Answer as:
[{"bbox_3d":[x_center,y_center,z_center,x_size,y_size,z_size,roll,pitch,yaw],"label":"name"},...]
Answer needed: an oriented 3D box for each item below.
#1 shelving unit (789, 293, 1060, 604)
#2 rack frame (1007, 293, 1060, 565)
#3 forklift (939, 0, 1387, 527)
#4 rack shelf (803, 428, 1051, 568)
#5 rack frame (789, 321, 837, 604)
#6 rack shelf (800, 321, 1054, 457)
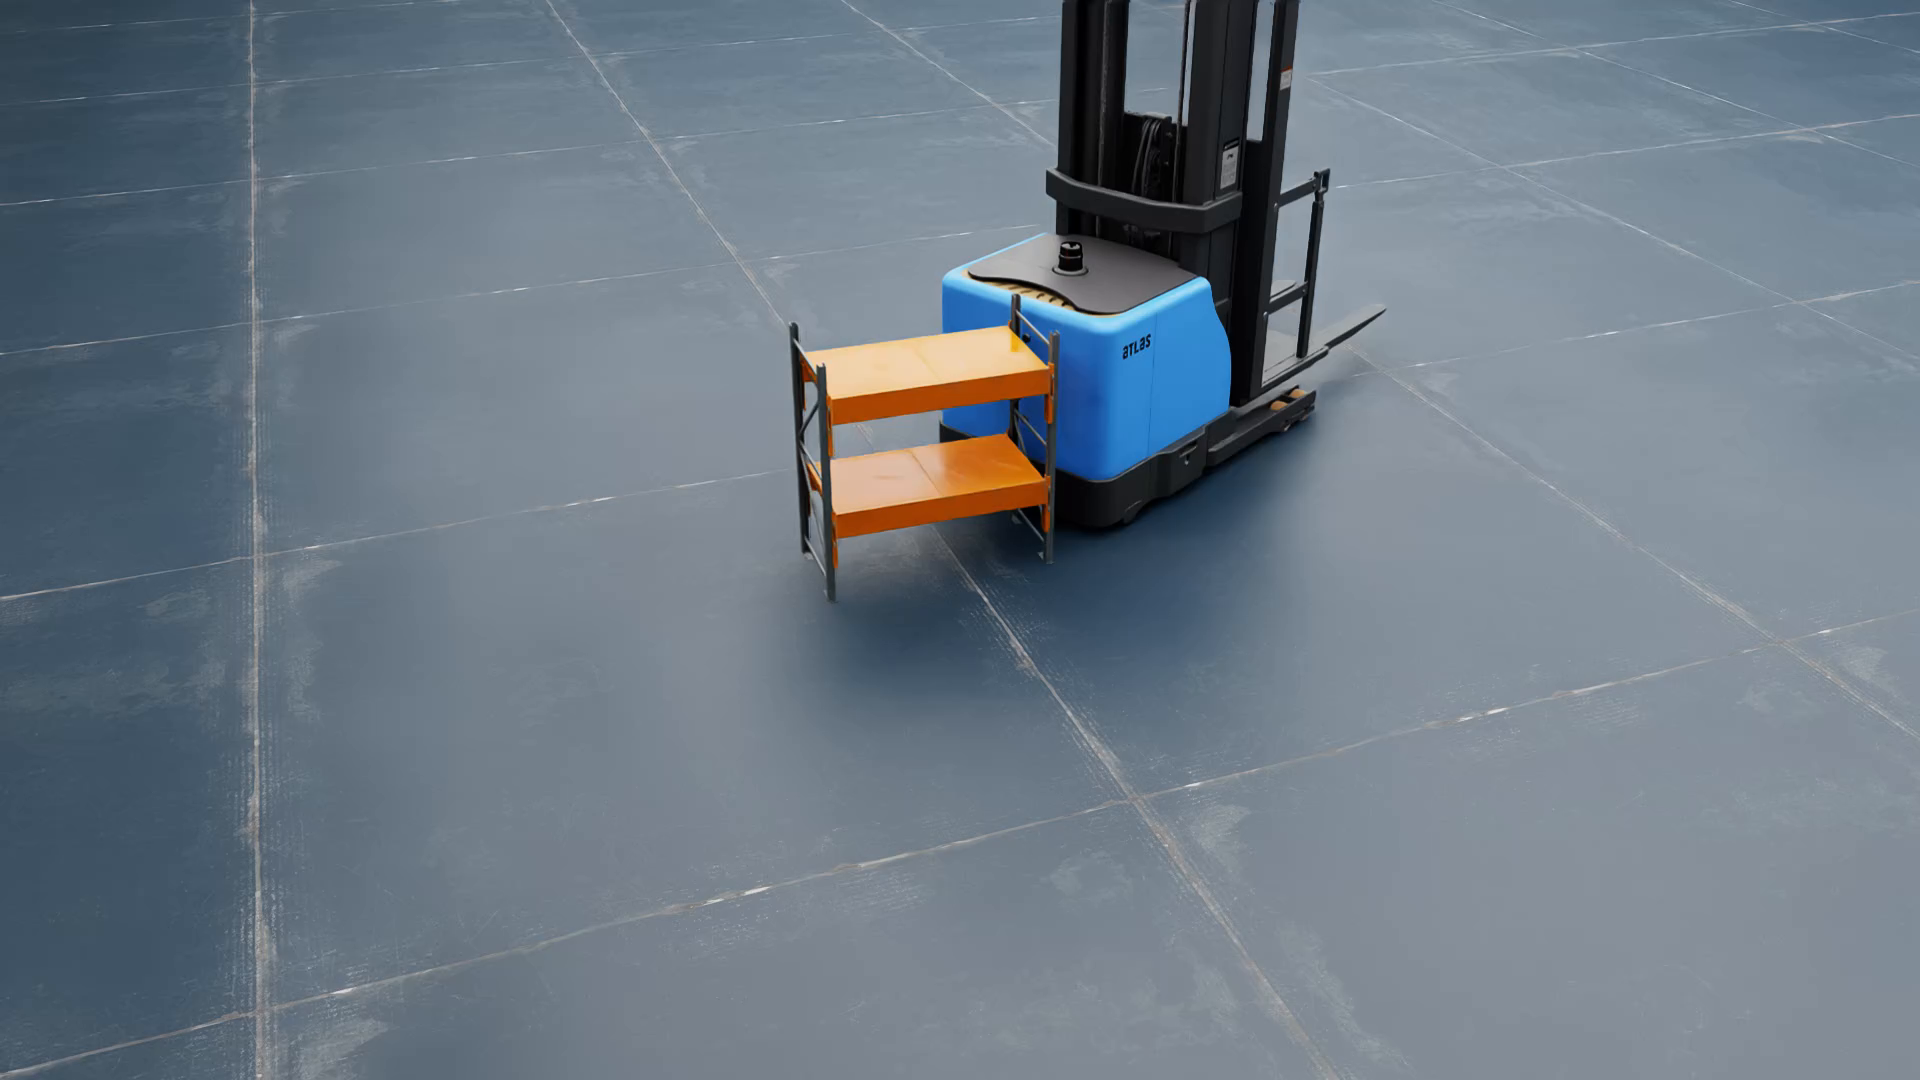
[{"bbox_3d":[-0.156,-0.411,7.335,1.048,1.125,0.538,-10,31,-17],"label":"shelving unit"},{"bbox_3d":[0.324,-0.494,7.480,0.032,1.125,0.500,-10,31,-17],"label":"rack frame"},{"bbox_3d":[1.244,-1.983,8.269,1.130,2.935,3.031,23,37,35],"label":"forklift"},{"bbox_3d":[-0.156,-0.199,7.456,1.000,0.278,0.538,-10,31,-17],"label":"rack shelf"},{"bbox_3d":[-0.636,-0.328,7.190,0.032,1.125,0.500,-10,31,-17],"label":"rack frame"},{"bbox_3d":[-0.156,-0.665,7.190,1.000,0.278,0.538,-10,31,-17],"label":"rack shelf"}]
